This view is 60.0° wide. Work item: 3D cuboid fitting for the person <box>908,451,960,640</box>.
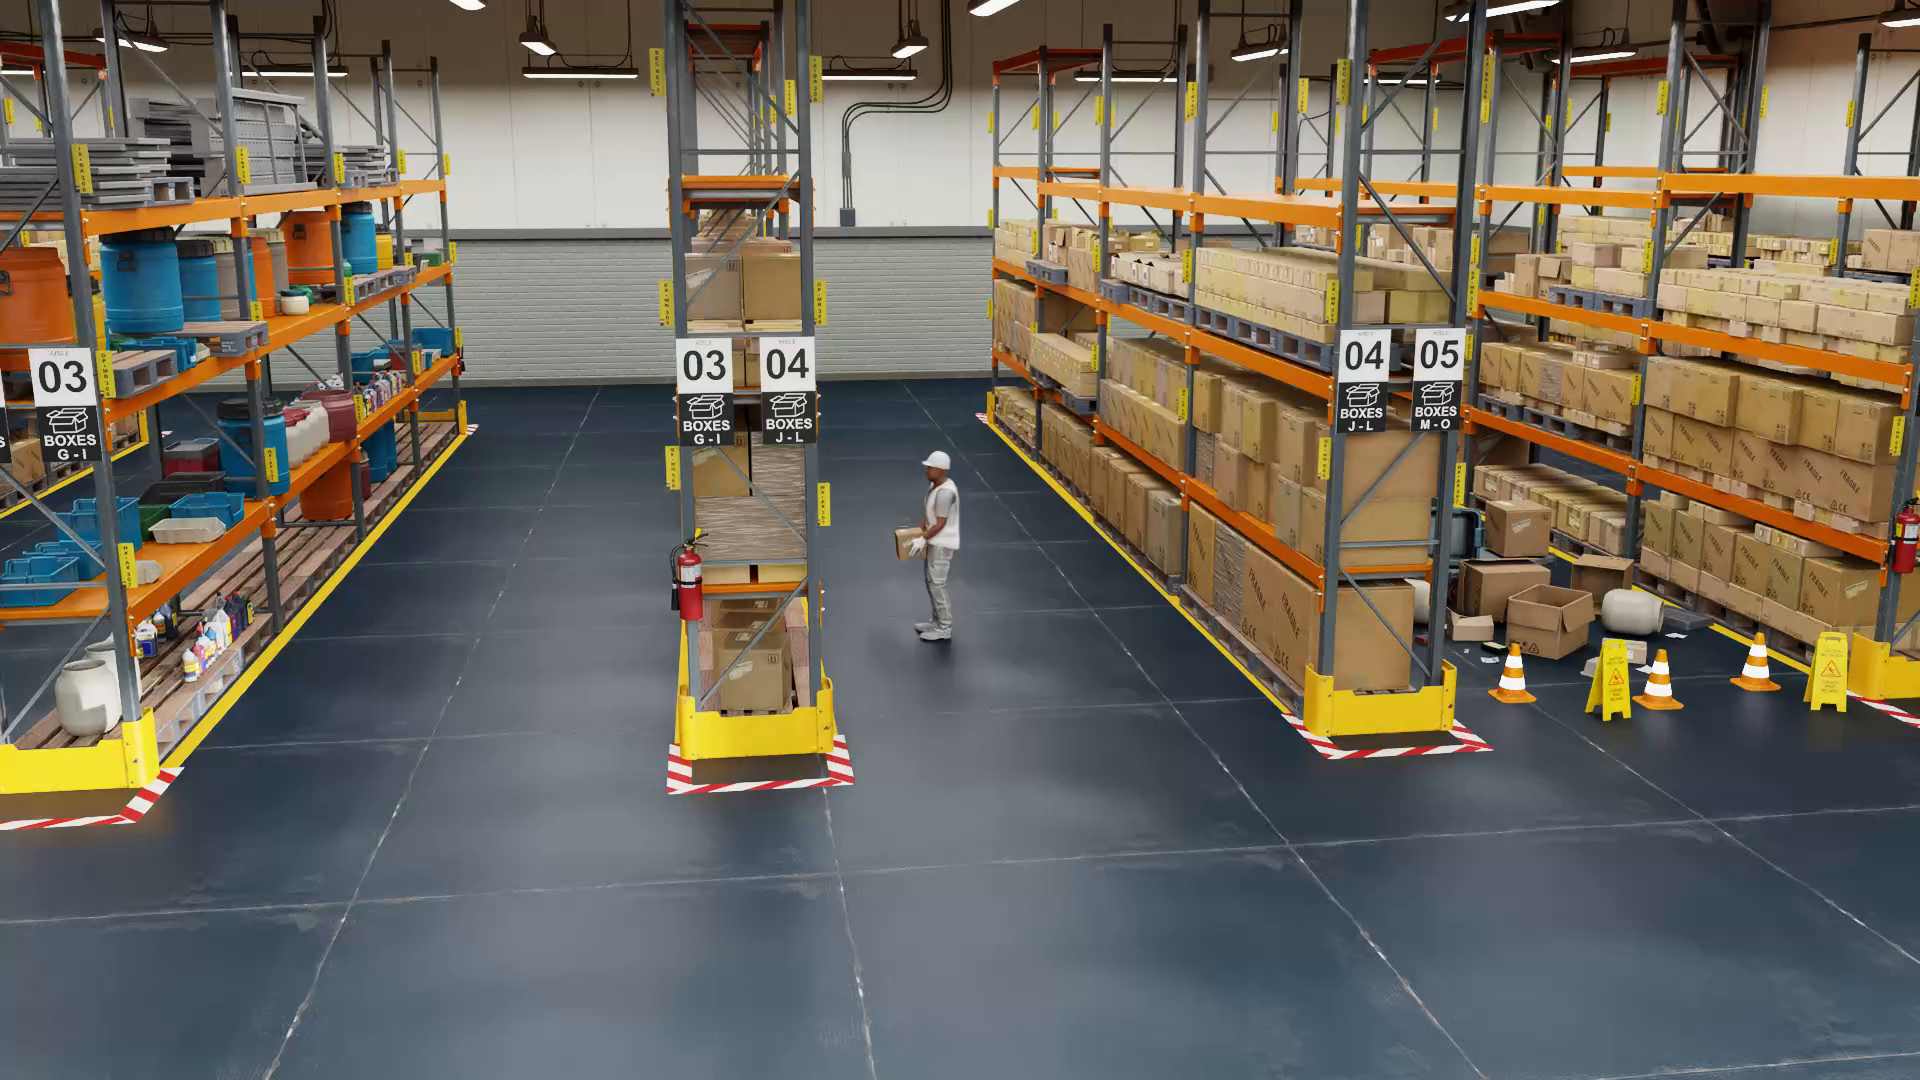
[{"bbox_3d":[-0.263,0.044,15.737,0.509,1.788,0.546,-2,13,-9],"label":"person"}]
